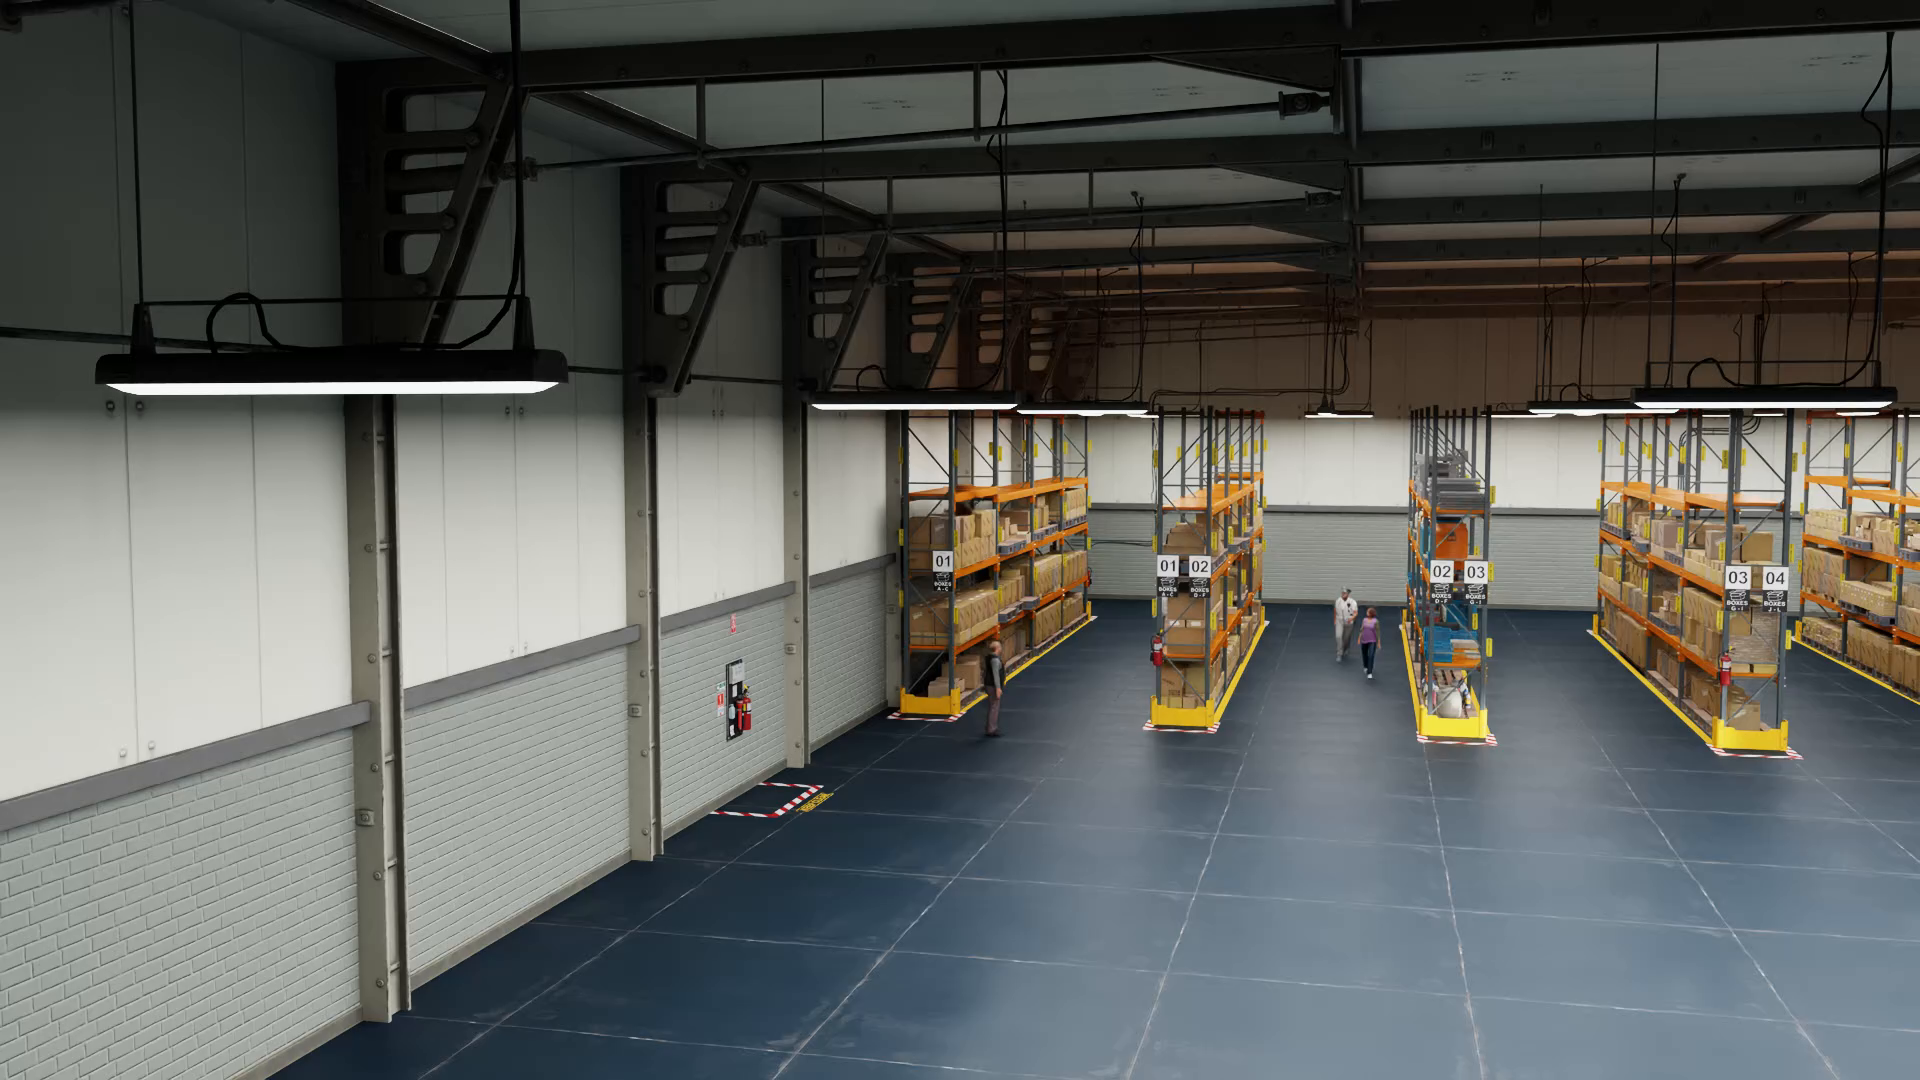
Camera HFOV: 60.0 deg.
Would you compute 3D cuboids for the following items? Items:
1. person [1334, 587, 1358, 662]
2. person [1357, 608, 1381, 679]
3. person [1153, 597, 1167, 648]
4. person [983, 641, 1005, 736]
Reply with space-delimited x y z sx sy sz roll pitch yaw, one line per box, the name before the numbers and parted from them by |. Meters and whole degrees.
person | 9.270 2.006 39.961 0.553 1.766 0.995 1 4 14
person | 9.149 2.280 37.143 0.509 1.551 0.872 2 4 20
person | 5.168 1.882 42.095 0.529 1.639 0.963 1 4 19
person | 0.652 2.713 30.270 0.422 1.754 0.620 -1 4 -11
